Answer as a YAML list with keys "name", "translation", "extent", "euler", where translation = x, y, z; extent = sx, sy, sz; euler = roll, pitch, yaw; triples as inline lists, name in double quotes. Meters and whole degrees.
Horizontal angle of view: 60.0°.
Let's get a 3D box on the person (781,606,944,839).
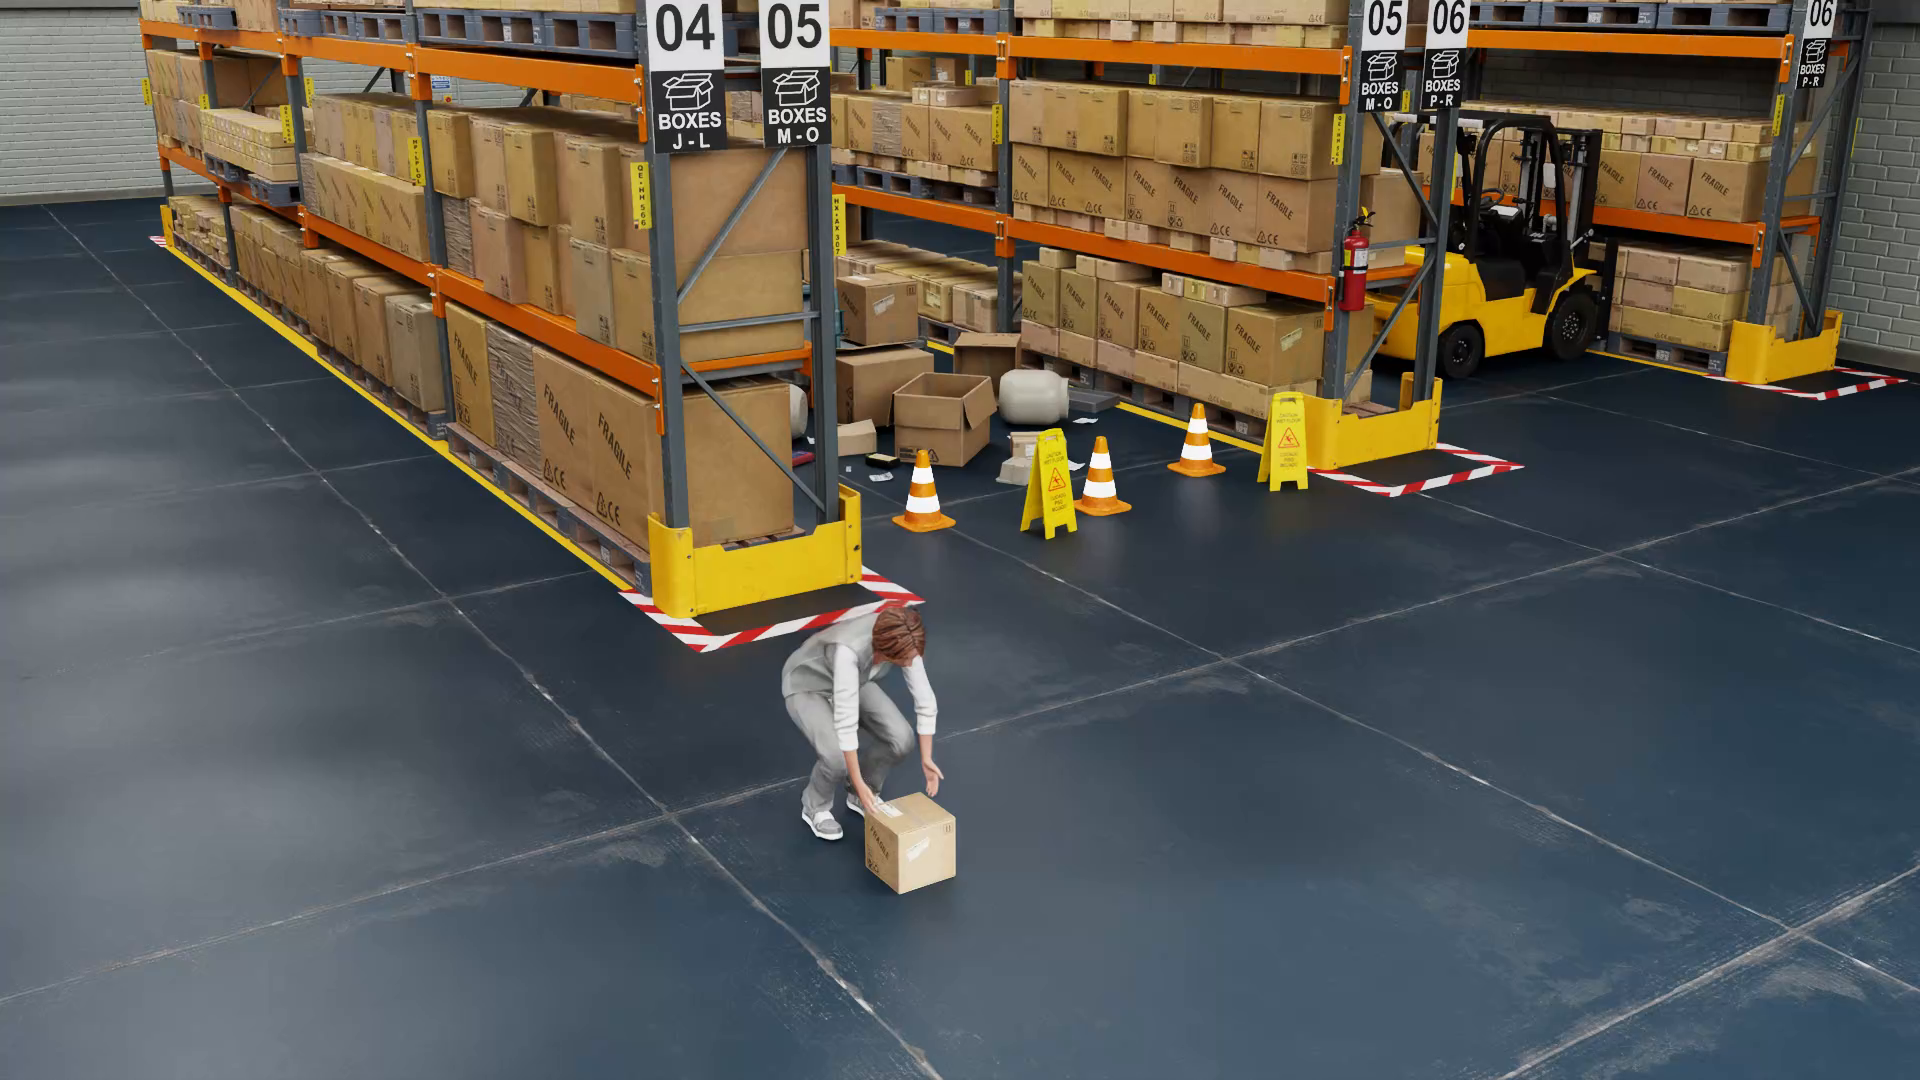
- name: "person"
  translation: [-0.387, 0.674, 6.481]
  extent: [0.457, 1.010, 0.769]
  euler: [-12, 22, -32]
